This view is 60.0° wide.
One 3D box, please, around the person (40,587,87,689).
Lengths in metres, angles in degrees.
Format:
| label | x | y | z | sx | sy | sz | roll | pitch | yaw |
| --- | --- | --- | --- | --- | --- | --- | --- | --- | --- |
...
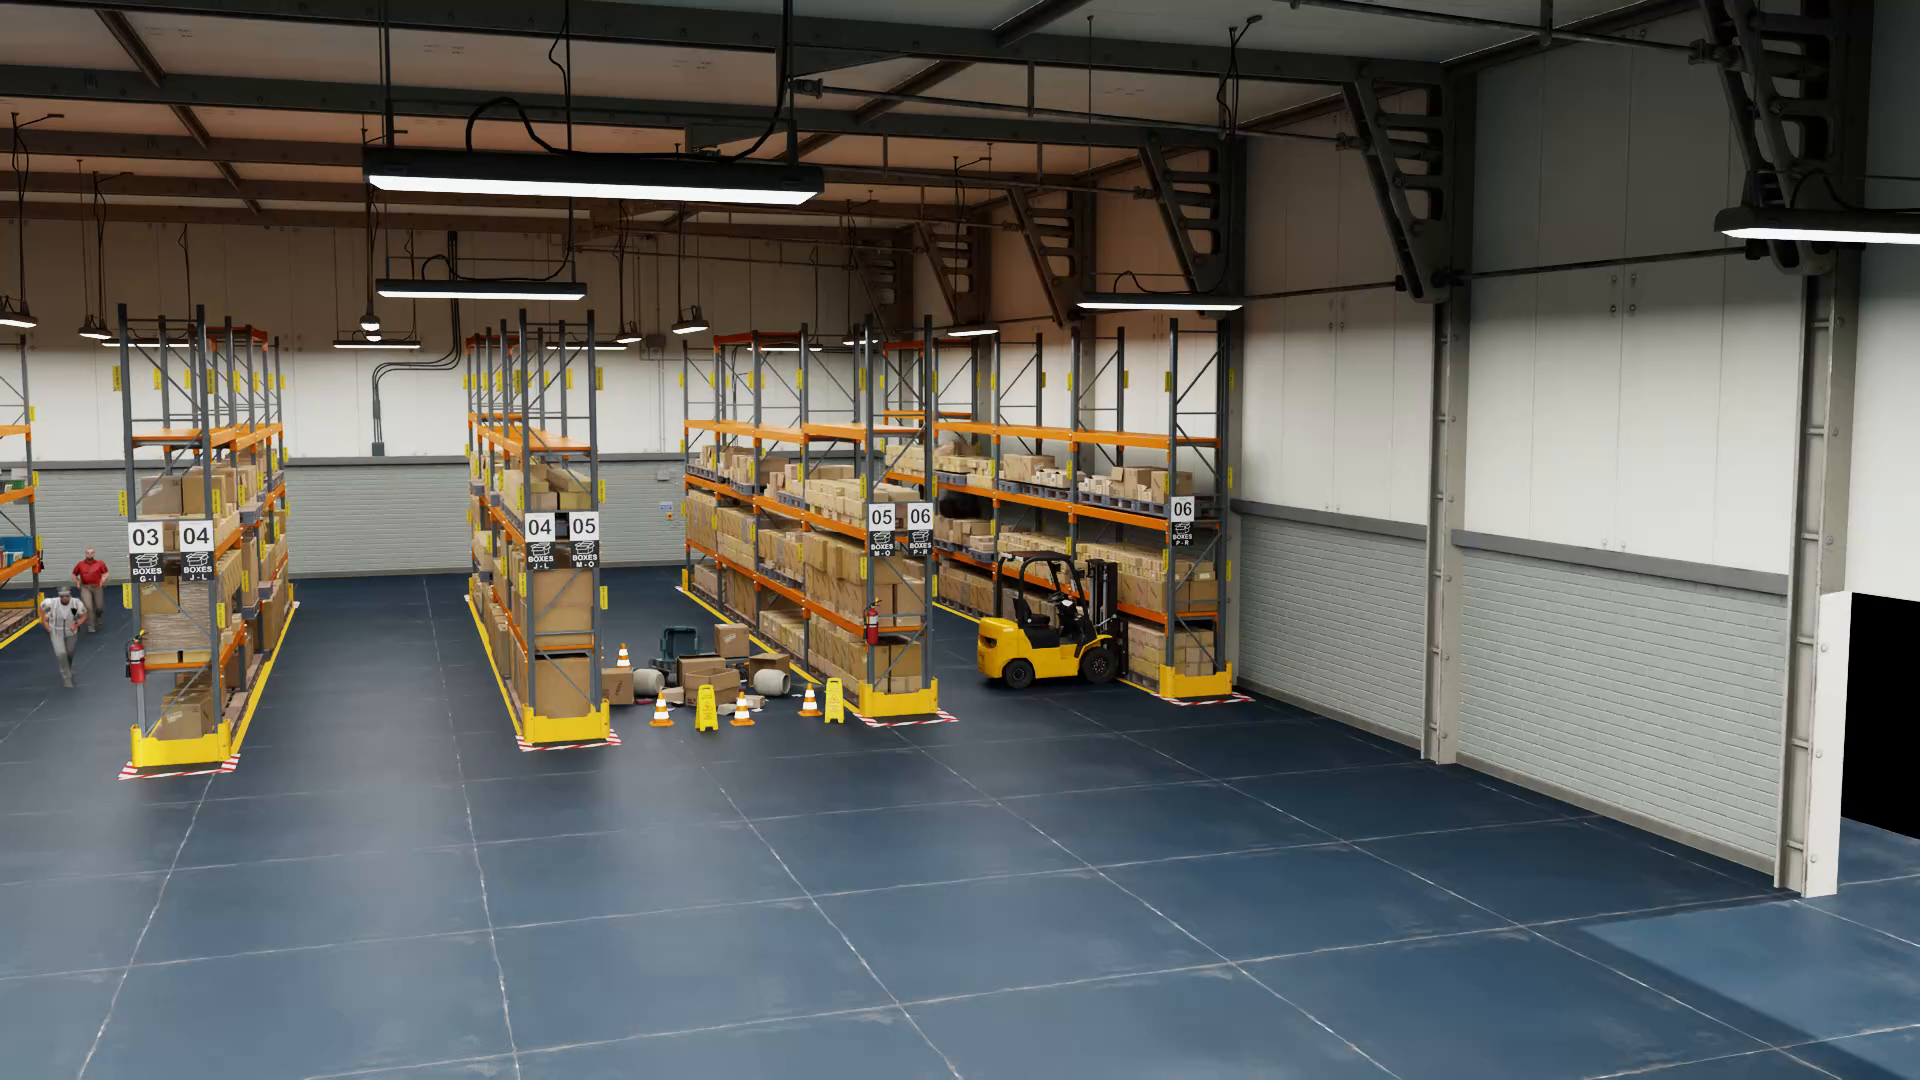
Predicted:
| label | x | y | z | sx | sy | sz | roll | pitch | yaw |
| --- | --- | --- | --- | --- | --- | --- | --- | --- | --- |
| person | -14.856 | 1.586 | 27.600 | 0.667 | 1.720 | 1.030 | -3 | 6 | -29 |

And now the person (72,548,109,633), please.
| label | x | y | z | sx | sy | sz | roll | pitch | yaw |
| --- | --- | --- | --- | --- | --- | --- | --- | --- | --- |
| person | -17.456 | 0.998 | 33.406 | 0.664 | 1.675 | 0.622 | -3 | 6 | -28 |
